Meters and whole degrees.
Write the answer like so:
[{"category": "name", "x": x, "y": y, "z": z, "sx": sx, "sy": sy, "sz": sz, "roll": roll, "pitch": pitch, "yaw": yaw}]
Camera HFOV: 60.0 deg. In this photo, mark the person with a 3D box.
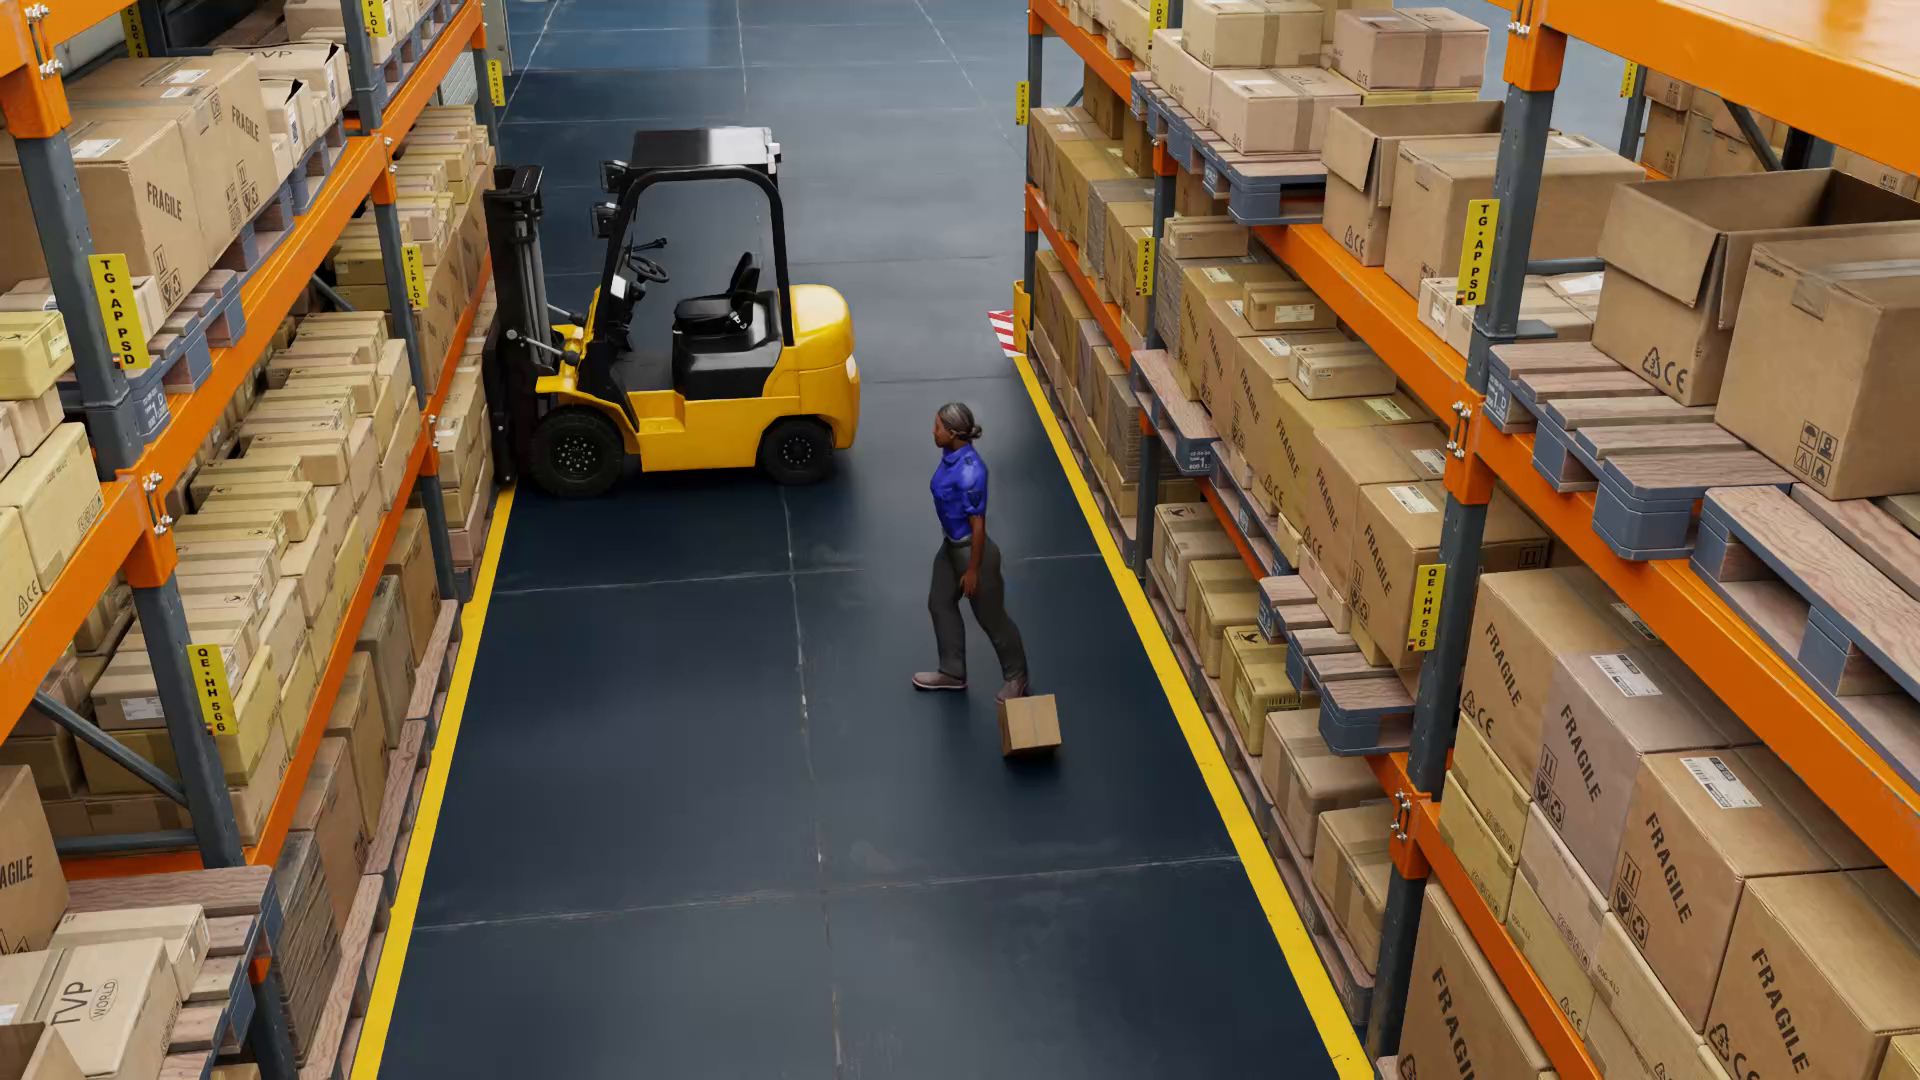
[{"category": "person", "x": 0.067, "y": 0.068, "z": 8.493, "sx": 0.588, "sy": 1.641, "sz": 0.510, "roll": -8, "pitch": 28, "yaw": -14}]
